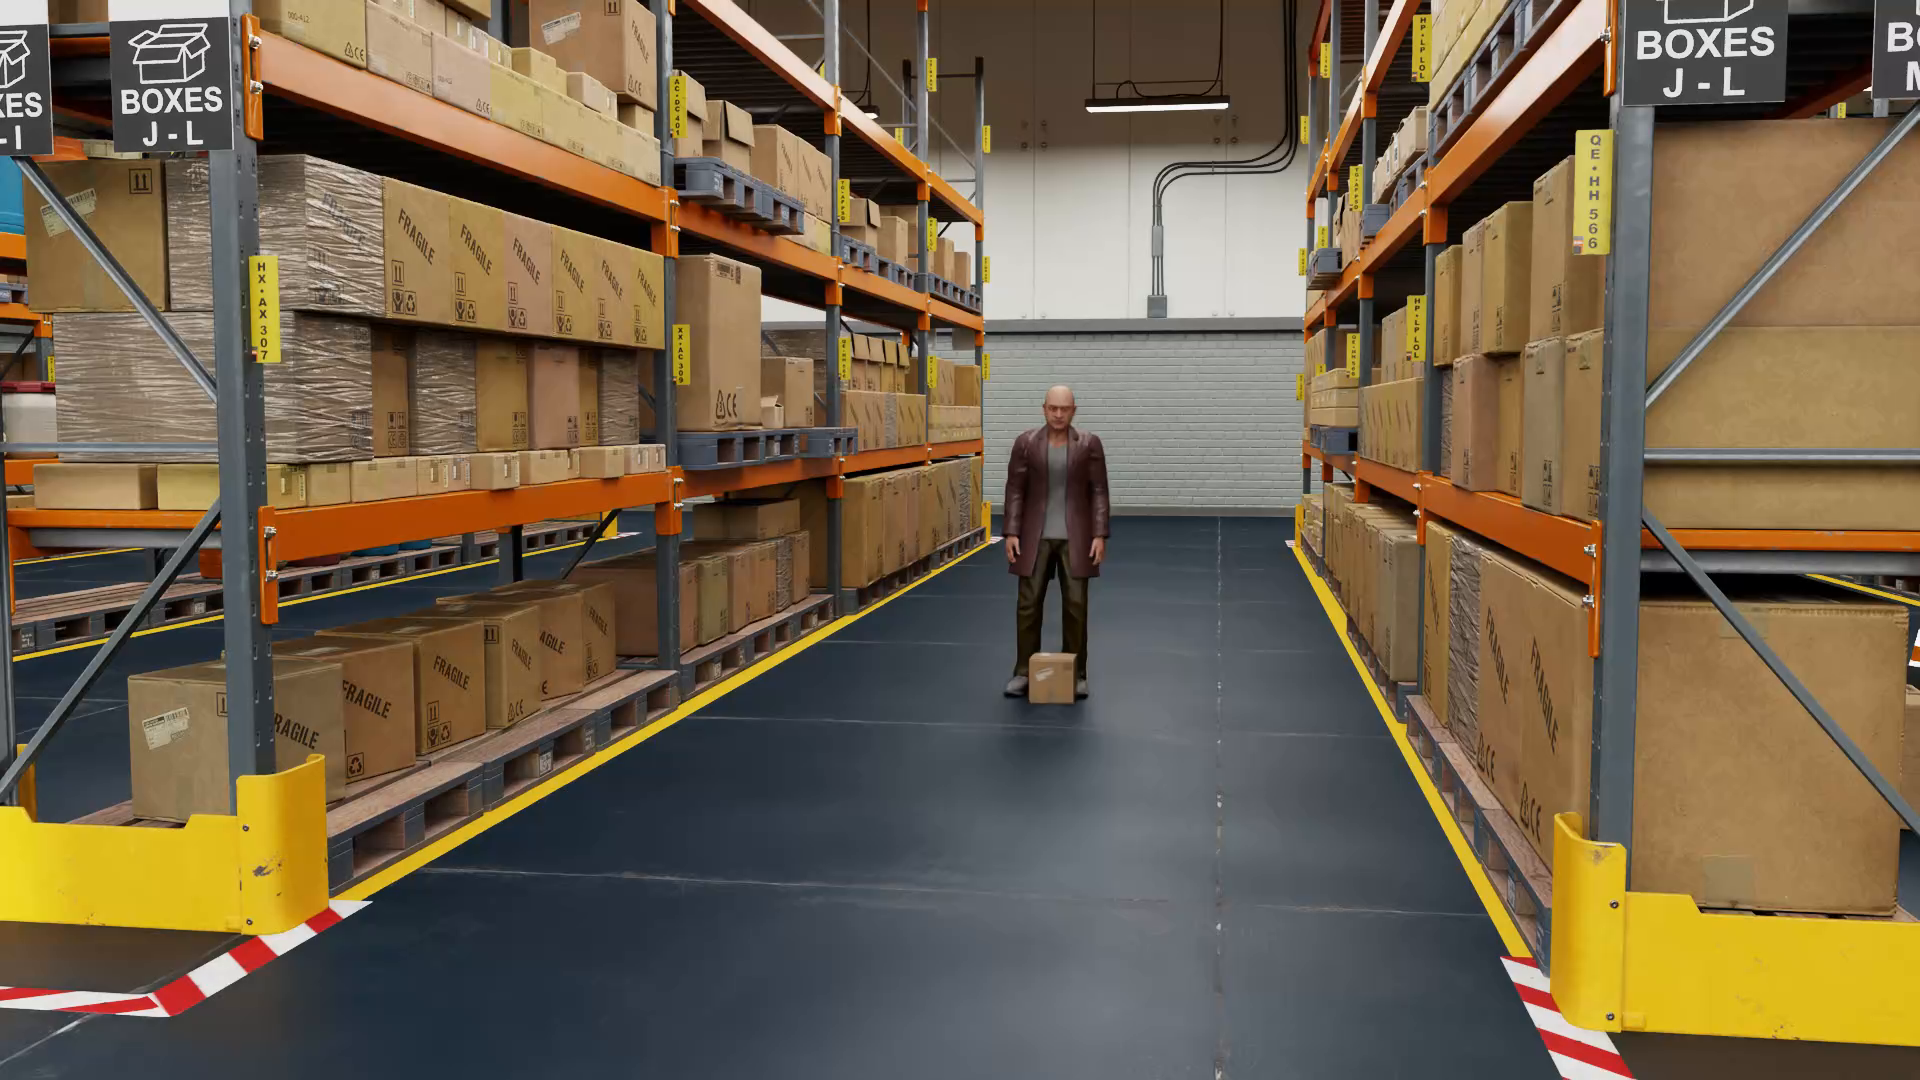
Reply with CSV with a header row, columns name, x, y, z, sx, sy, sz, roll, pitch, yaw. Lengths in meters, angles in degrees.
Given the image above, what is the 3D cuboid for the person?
name,x,y,z,sx,sy,sz,roll,pitch,yaw
person,0.552,0.001,9.570,0.625,1.773,0.427,0,4,7
